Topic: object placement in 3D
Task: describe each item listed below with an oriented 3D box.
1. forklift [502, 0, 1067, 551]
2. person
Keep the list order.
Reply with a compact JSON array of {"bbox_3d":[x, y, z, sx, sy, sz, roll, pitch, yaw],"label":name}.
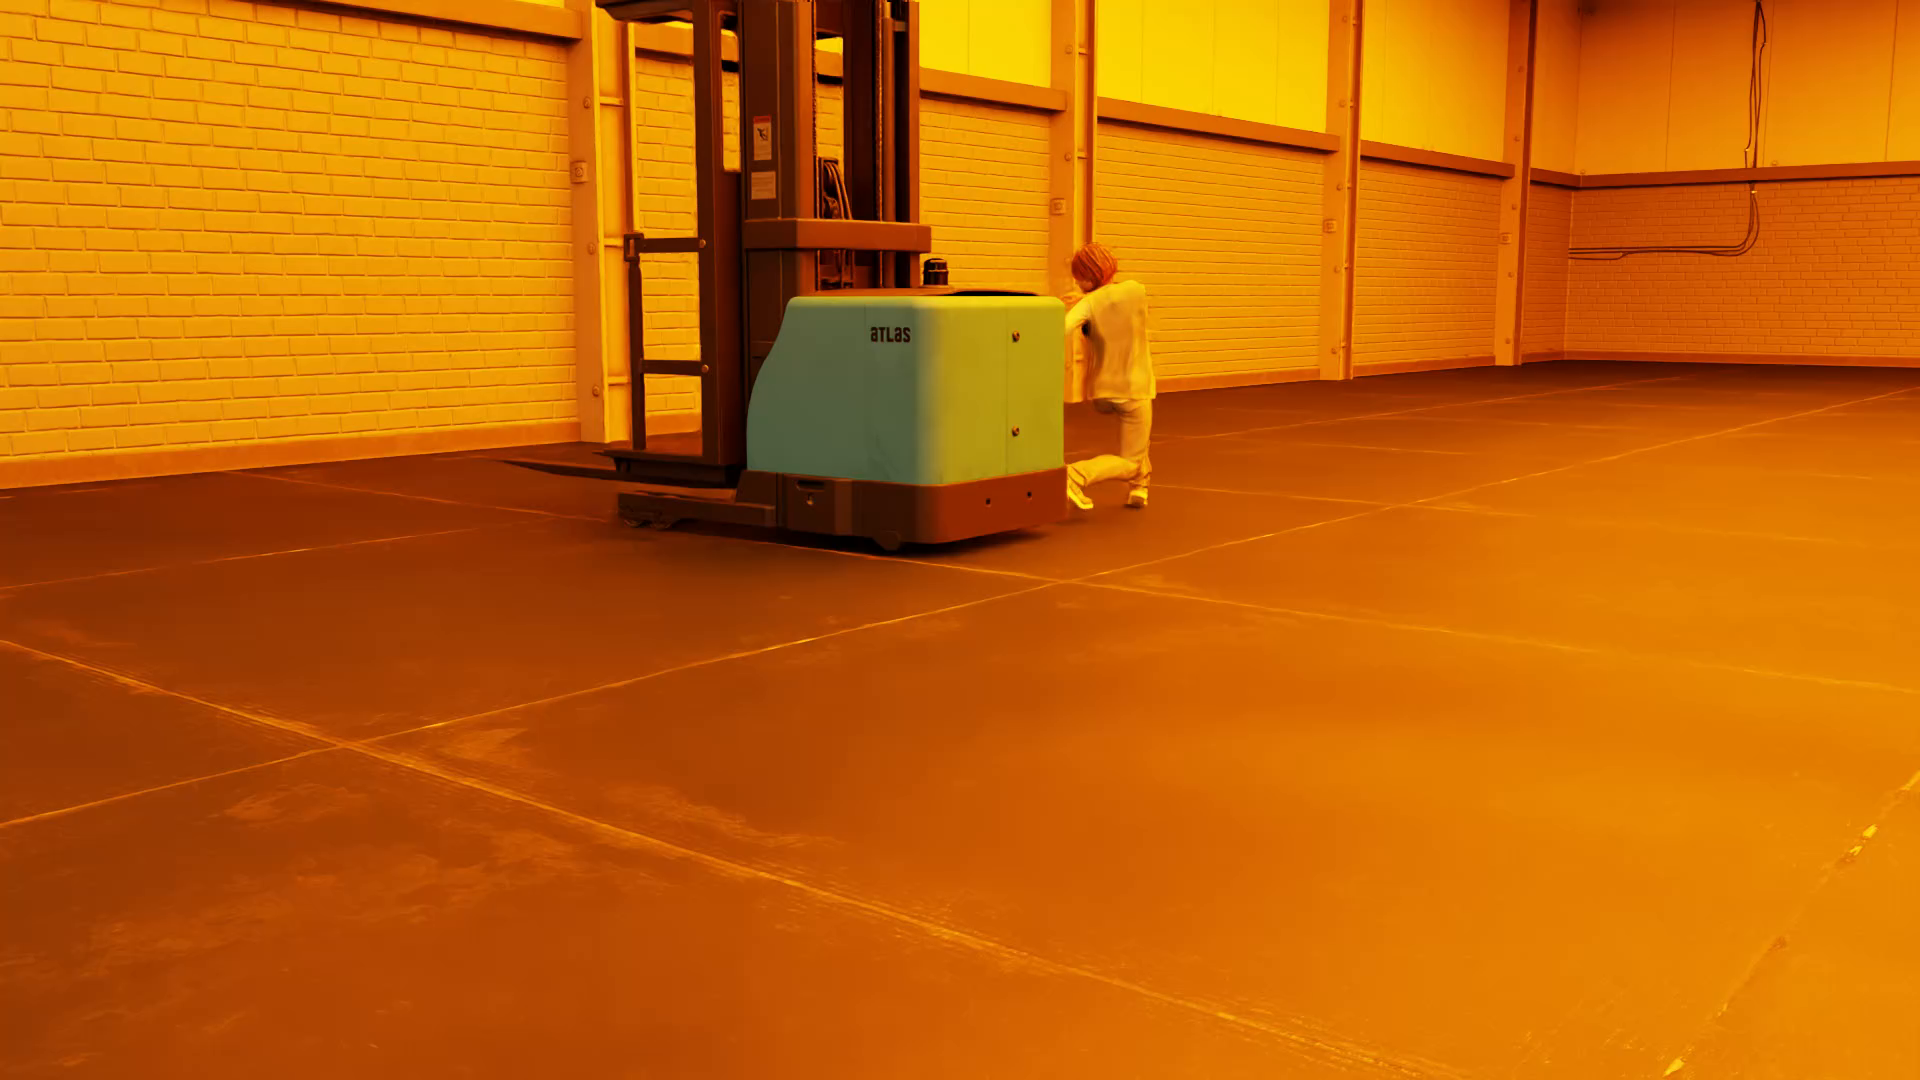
[{"bbox_3d":[-0.994,-1.551,7.881,3.031,2.935,1.130,6,10,37],"label":"forklift"},{"bbox_3d":[0.621,-0.792,8.294,0.702,1.352,0.880,4,9,23],"label":"person"}]
